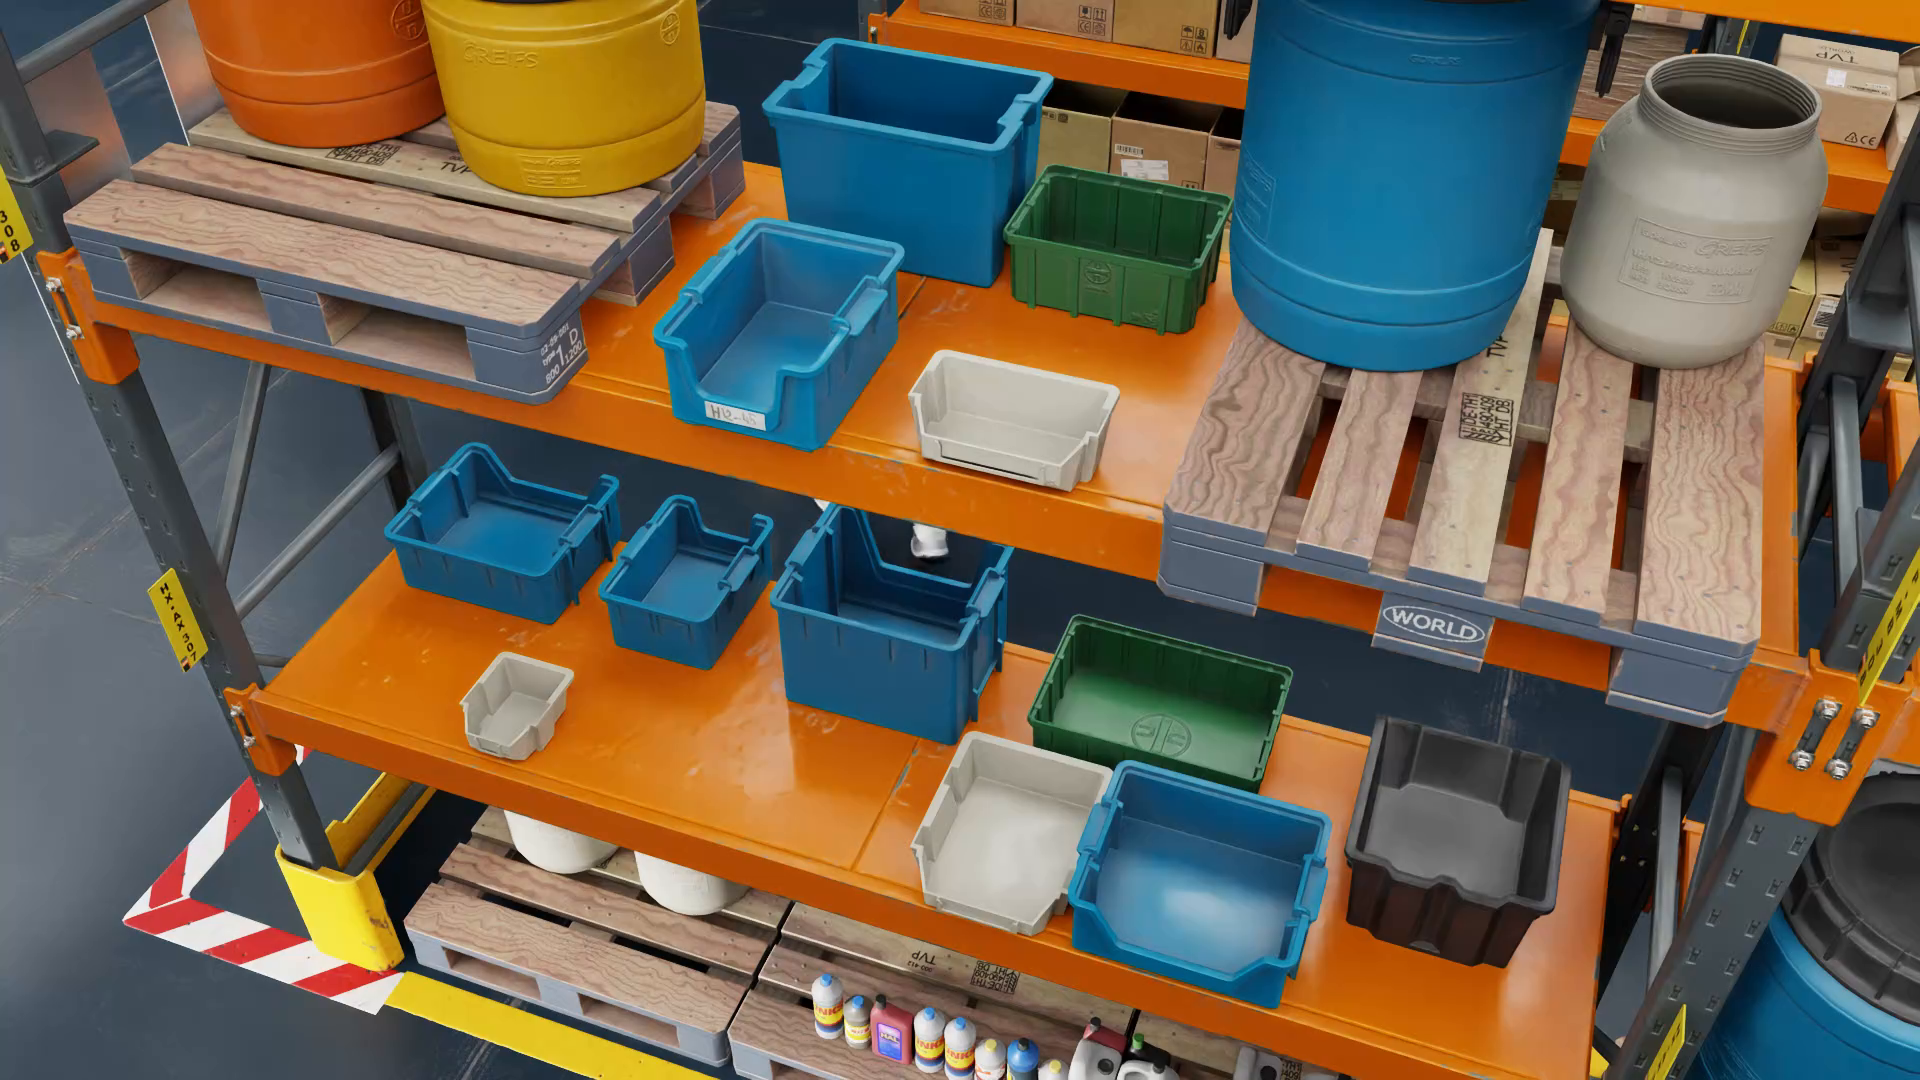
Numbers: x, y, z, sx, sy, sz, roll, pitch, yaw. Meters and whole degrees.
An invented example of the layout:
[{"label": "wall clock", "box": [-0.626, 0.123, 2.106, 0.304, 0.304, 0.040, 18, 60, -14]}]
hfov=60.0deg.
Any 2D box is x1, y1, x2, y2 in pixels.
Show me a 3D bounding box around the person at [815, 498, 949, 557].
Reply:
[{"label": "person", "box": [-0.339, -0.628, 6.855, 0.490, 1.632, 0.845, -15, 44, -16]}]
